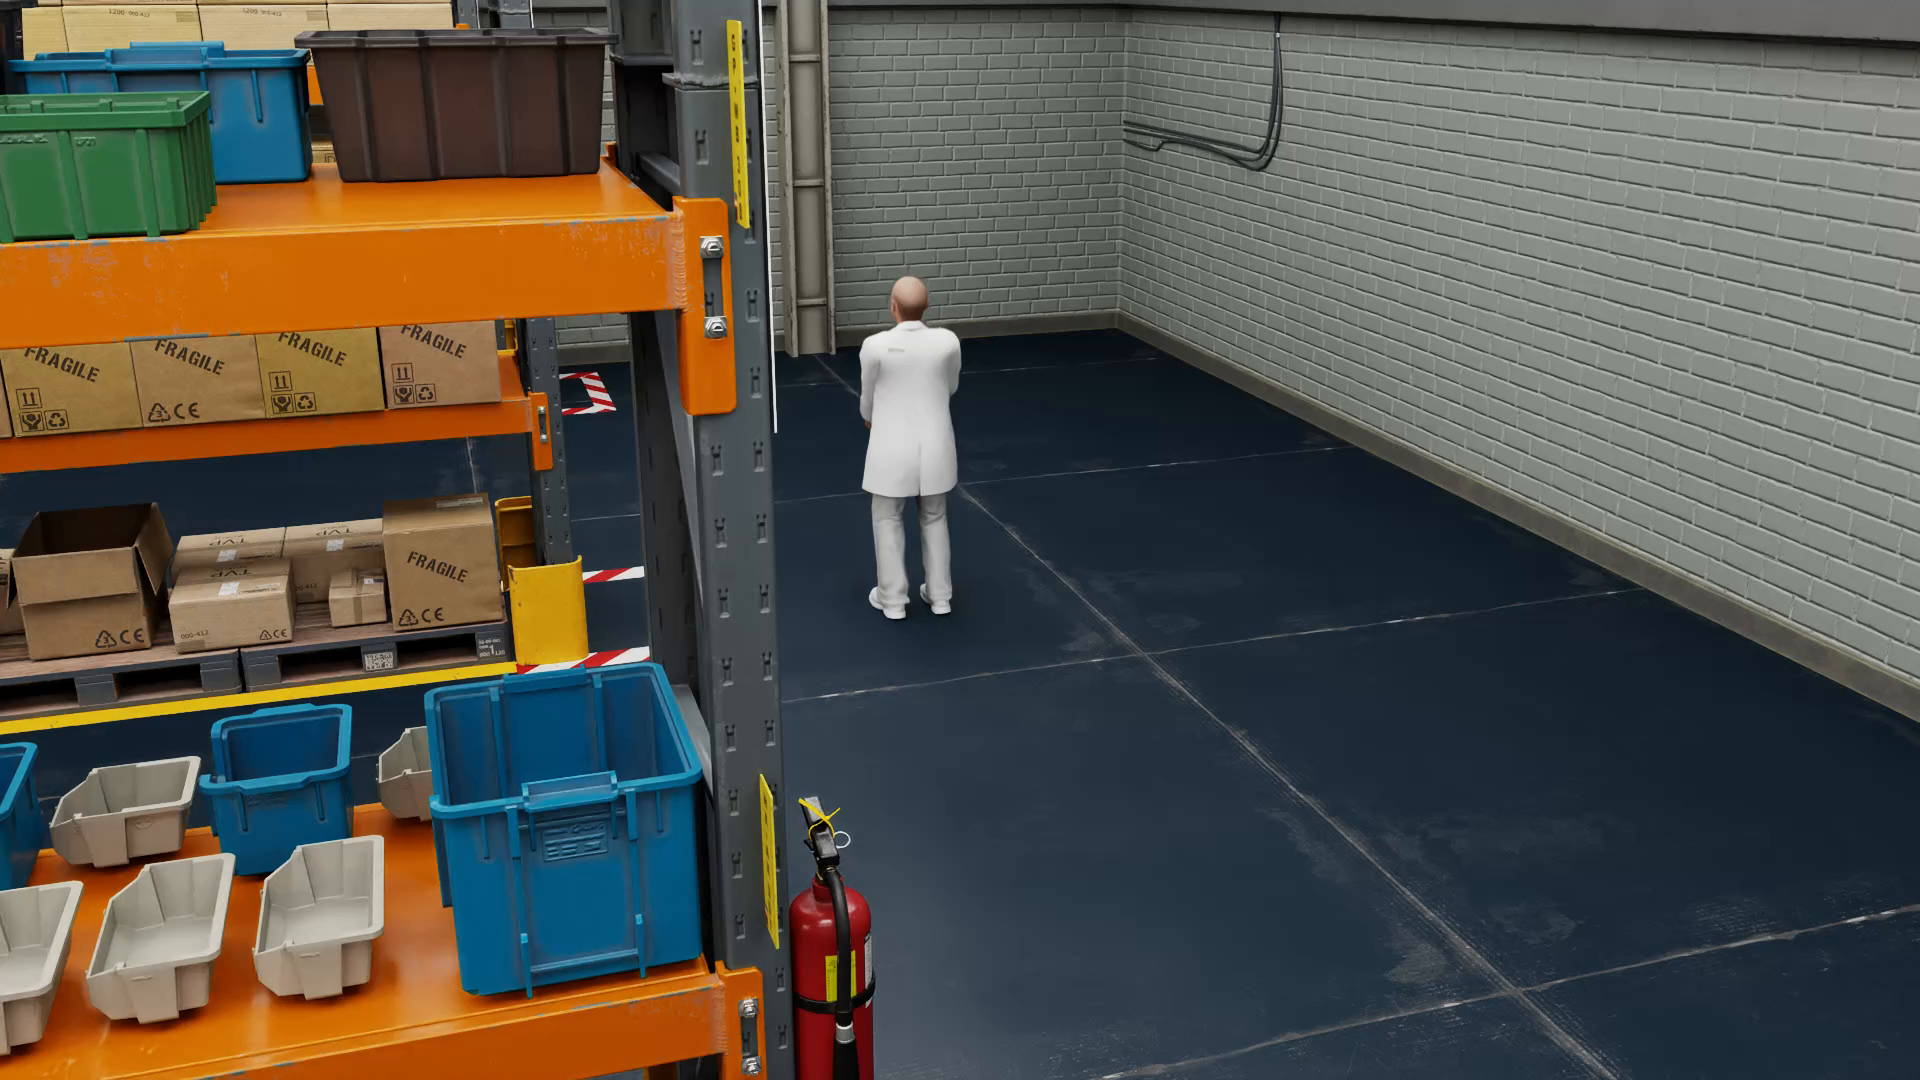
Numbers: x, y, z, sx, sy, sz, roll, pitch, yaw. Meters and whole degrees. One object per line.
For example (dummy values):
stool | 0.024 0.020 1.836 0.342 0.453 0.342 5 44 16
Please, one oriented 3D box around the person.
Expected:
person | -0.283 -0.502 8.559 0.529 1.772 0.553 -6 20 -16
